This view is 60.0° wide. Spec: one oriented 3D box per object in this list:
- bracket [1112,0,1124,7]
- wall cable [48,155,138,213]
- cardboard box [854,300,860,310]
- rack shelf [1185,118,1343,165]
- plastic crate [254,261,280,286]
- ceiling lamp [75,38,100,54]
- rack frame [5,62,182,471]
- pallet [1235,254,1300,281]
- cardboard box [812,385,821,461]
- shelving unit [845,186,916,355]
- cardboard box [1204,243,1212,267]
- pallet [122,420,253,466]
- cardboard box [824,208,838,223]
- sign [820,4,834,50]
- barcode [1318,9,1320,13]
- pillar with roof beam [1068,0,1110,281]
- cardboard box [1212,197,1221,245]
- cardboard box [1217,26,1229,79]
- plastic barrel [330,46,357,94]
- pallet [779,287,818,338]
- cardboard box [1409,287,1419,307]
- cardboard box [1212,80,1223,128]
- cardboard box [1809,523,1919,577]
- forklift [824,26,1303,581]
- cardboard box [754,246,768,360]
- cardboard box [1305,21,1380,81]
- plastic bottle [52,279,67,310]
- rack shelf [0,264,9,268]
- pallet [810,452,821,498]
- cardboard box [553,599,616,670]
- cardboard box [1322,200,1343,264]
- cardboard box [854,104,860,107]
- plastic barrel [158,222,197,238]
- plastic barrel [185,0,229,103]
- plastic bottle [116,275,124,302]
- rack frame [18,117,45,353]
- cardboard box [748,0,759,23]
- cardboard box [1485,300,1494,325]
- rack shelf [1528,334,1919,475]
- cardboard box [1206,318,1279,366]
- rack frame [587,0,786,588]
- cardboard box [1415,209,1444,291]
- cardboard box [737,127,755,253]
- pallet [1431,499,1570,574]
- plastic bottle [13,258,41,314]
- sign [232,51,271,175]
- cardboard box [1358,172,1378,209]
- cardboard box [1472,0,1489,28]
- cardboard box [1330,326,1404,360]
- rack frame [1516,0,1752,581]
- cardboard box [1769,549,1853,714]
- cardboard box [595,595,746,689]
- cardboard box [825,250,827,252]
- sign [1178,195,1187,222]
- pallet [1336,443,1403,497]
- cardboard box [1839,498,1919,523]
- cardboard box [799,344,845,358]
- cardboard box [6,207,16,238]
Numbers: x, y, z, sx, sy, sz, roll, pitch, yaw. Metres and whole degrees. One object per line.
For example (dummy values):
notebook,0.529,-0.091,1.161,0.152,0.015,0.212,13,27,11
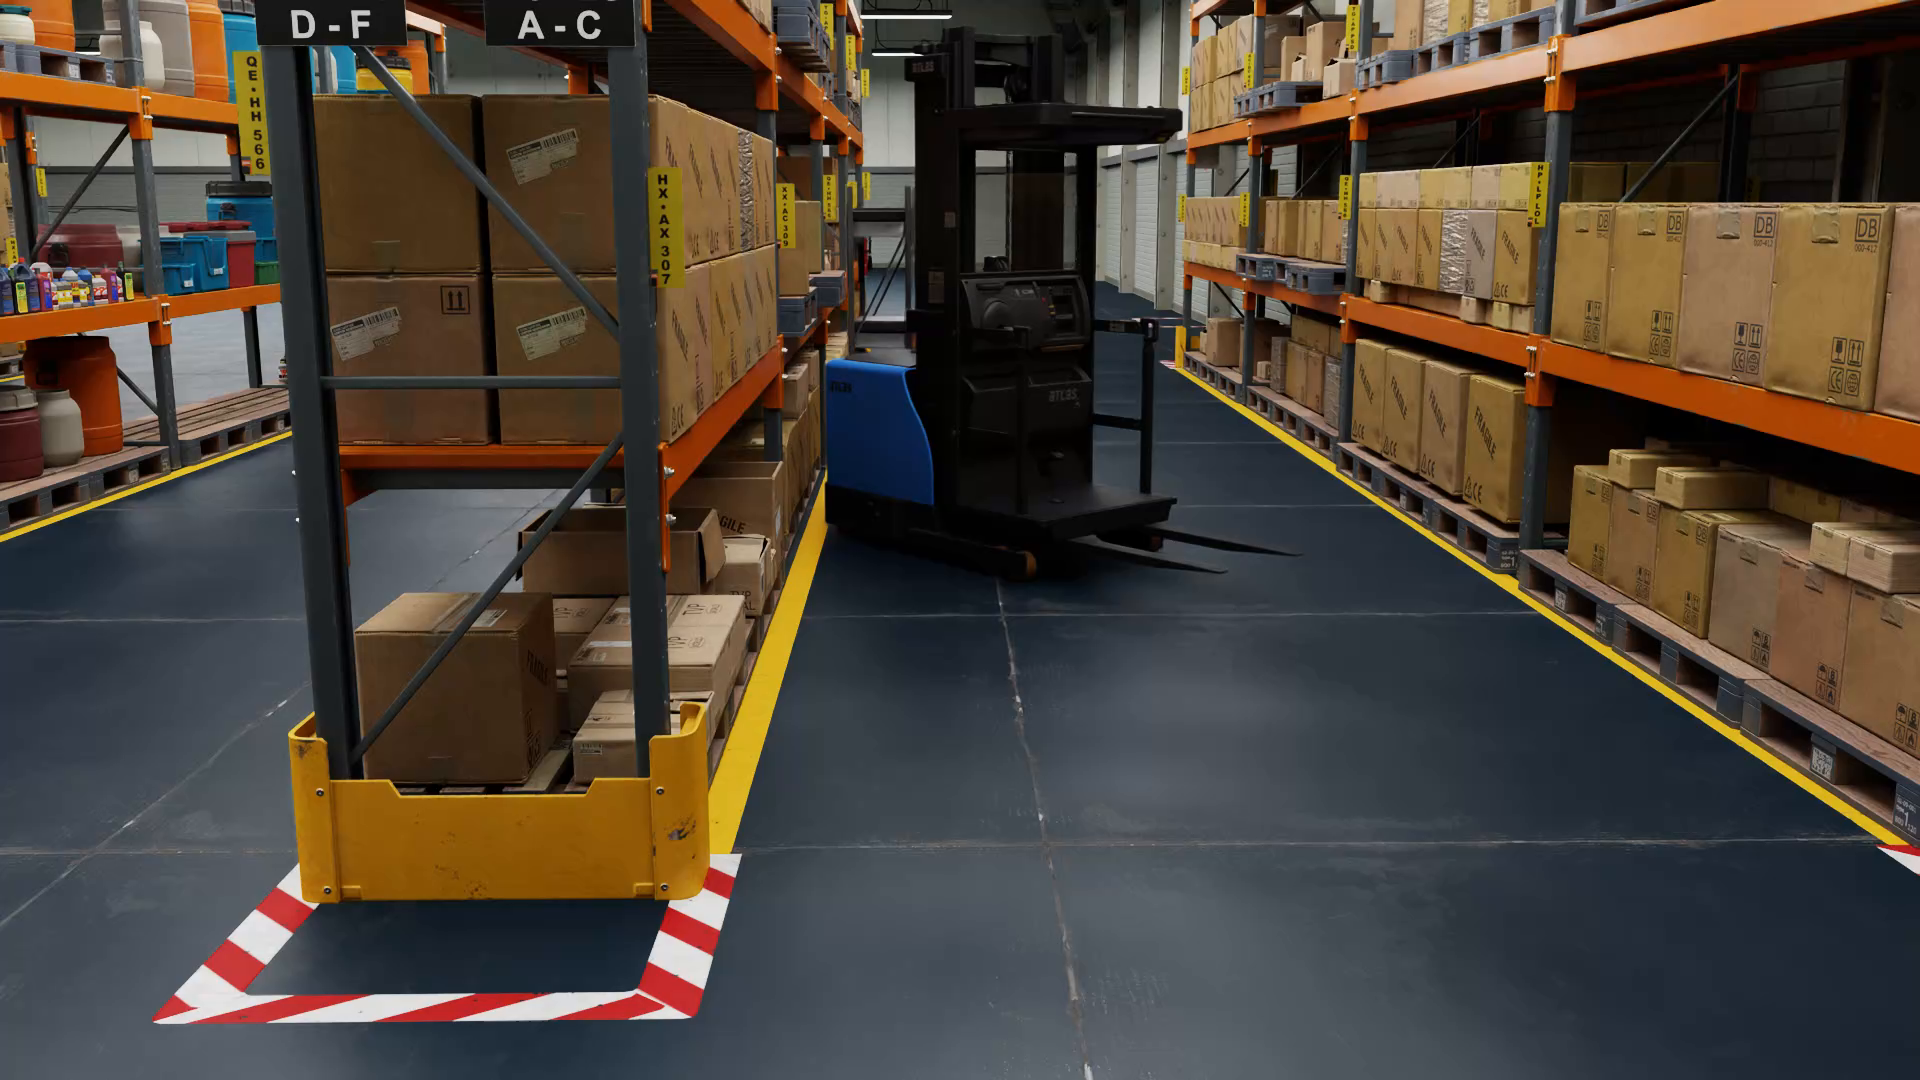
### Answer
bracket,3.430,-11.697,36.030,0.235,0.232,0.430,0,11,-1
wall cable,-26.704,-11.342,51.144,3.097,2.526,0.112,0,11,-1
cardboard box,-1.319,-2.336,18.004,0.500,0.500,0.500,0,11,-1
rack shelf,3.310,-4.355,18.244,1.077,0.370,4.000,0,11,-1
plastic crate,-6.235,-2.350,14.631,0.450,0.188,0.662,0,11,-1
ceiling lamp,-23.137,-14.385,43.652,2.000,3.185,0.800,0,11,-1
rack frame,-6.471,-2.004,12.391,1.000,3.000,0.127,0,11,-1
pallet,3.222,-2.593,15.778,1.003,0.211,1.213,0,11,-1
cardboard box,-1.265,-0.829,11.781,0.500,0.500,0.500,0,11,1
shelving unit,-0.489,-1.238,10.882,0.431,2.100,0.503,1,12,5
cardboard box,2.999,-3.168,18.455,0.500,0.250,0.500,0,11,-1
pallet,-6.448,-0.791,13.428,1.003,0.211,1.213,0,11,-1
cardboard box,-1.413,-3.239,16.600,0.380,0.149,0.250,0,11,-1
sign,-0.976,-3.748,12.147,0.100,0.325,0.005,0,11,-1
barcode,3.753,-5.519,17.394,0.001,0.075,0.075,0,11,-1
pillar with roof beam,-0.652,-11.192,42.594,9.100,9.000,0.548,0,11,-1
cardboard box,3.017,-3.435,17.889,0.500,0.500,0.500,-1,11,-3
cardboard box,3.027,-5.169,17.635,0.500,0.500,0.500,-1,11,-3
plastic barrel,-6.467,-4.919,16.898,0.600,0.901,0.708,0,11,-1
pallet,-1.343,-1.293,9.373,1.003,0.211,1.213,0,11,-1
cardboard box,3.269,-1.660,11.280,0.380,0.149,0.250,0,11,0
cardboard box,3.048,-4.779,18.227,0.500,0.500,0.500,0,11,2
cardboard box,3.294,0.033,5.952,0.380,0.149,0.250,0,11,0
forklift,0.522,-1.328,9.234,1.130,2.935,3.031,-10,15,-41
cardboard box,-1.157,-1.076,7.569,0.500,0.500,0.500,0,11,0
cardboard box,3.308,-4.210,14.415,0.500,0.500,0.500,-1,11,-3
plastic bottle,-6.035,-1.643,11.111,0.097,0.201,0.097,0,11,0
rack shelf,-11.547,-2.823,18.241,1.077,0.370,4.000,0,11,-1
pallet,-1.541,-0.508,12.033,1.003,0.211,1.213,0,11,-1
cardboard box,-1.600,0.403,6.338,0.500,0.250,0.500,0,11,-1
cardboard box,3.376,-2.513,13.545,0.700,0.500,0.500,-1,12,-7
cardboard box,-1.396,-5.057,18.864,0.500,0.250,0.500,0,11,-1
plastic barrel,-6.729,-2.442,14.212,0.433,0.535,0.433,0,11,0
plastic barrel,-6.284,-3.978,13.500,0.600,0.830,0.708,0,11,-1
plastic bottle,-6.052,-1.805,11.910,0.097,0.201,0.097,0,11,0
rack frame,-11.588,-3.574,20.129,1.000,3.000,0.127,0,11,-1
cardboard box,-1.160,-2.430,7.324,0.500,0.250,0.500,0,11,-1
cardboard box,3.238,-1.304,9.522,0.380,0.149,0.250,0,11,1
rack shelf,3.558,-0.499,6.784,1.077,0.370,4.000,0,11,-1
cardboard box,3.170,-2.228,18.677,0.700,0.500,0.500,-1,12,-5
rack frame,-1.436,-1.228,8.568,1.000,3.000,0.127,0,11,-1
cardboard box,3.217,-1.845,10.559,0.500,0.500,0.500,0,11,0
cardboard box,-1.143,-1.466,6.973,0.500,0.500,0.500,0,11,-1
pallet,3.425,-0.036,9.704,1.003,0.211,1.213,0,11,-1
plastic bottle,-6.051,-1.642,10.731,0.144,0.351,0.185,0,11,-1
sign,-1.909,-1.157,4.511,0.100,0.325,0.005,0,11,-1
cardboard box,3.186,-2.519,11.997,0.500,0.250,0.500,0,11,0
cardboard box,3.586,-3.369,10.221,0.700,0.500,0.500,0,11,-1
cardboard box,3.418,-1.659,13.986,0.500,0.250,0.500,0,11,0
rack frame,3.517,-1.249,8.672,1.000,3.000,0.127,0,11,-1
cardboard box,3.474,0.327,6.134,0.700,0.500,0.500,0,11,-1
cardboard box,-1.102,0.391,6.397,0.500,0.250,0.500,0,11,-1
cardboard box,-1.547,-2.647,15.940,0.500,0.250,0.500,0,11,2
sign,2.726,-4.057,20.333,0.100,0.325,0.005,0,11,-1
pallet,3.375,-0.521,12.095,1.003,0.211,1.213,0,11,-1
cardboard box,3.665,-0.068,6.451,0.380,0.149,0.250,0,11,0
cardboard box,-1.275,-1.570,14.701,0.500,0.311,0.500,0,11,-2
cardboard box,-11.604,-3.659,19.550,0.875,0.500,0.500,0,11,-1
